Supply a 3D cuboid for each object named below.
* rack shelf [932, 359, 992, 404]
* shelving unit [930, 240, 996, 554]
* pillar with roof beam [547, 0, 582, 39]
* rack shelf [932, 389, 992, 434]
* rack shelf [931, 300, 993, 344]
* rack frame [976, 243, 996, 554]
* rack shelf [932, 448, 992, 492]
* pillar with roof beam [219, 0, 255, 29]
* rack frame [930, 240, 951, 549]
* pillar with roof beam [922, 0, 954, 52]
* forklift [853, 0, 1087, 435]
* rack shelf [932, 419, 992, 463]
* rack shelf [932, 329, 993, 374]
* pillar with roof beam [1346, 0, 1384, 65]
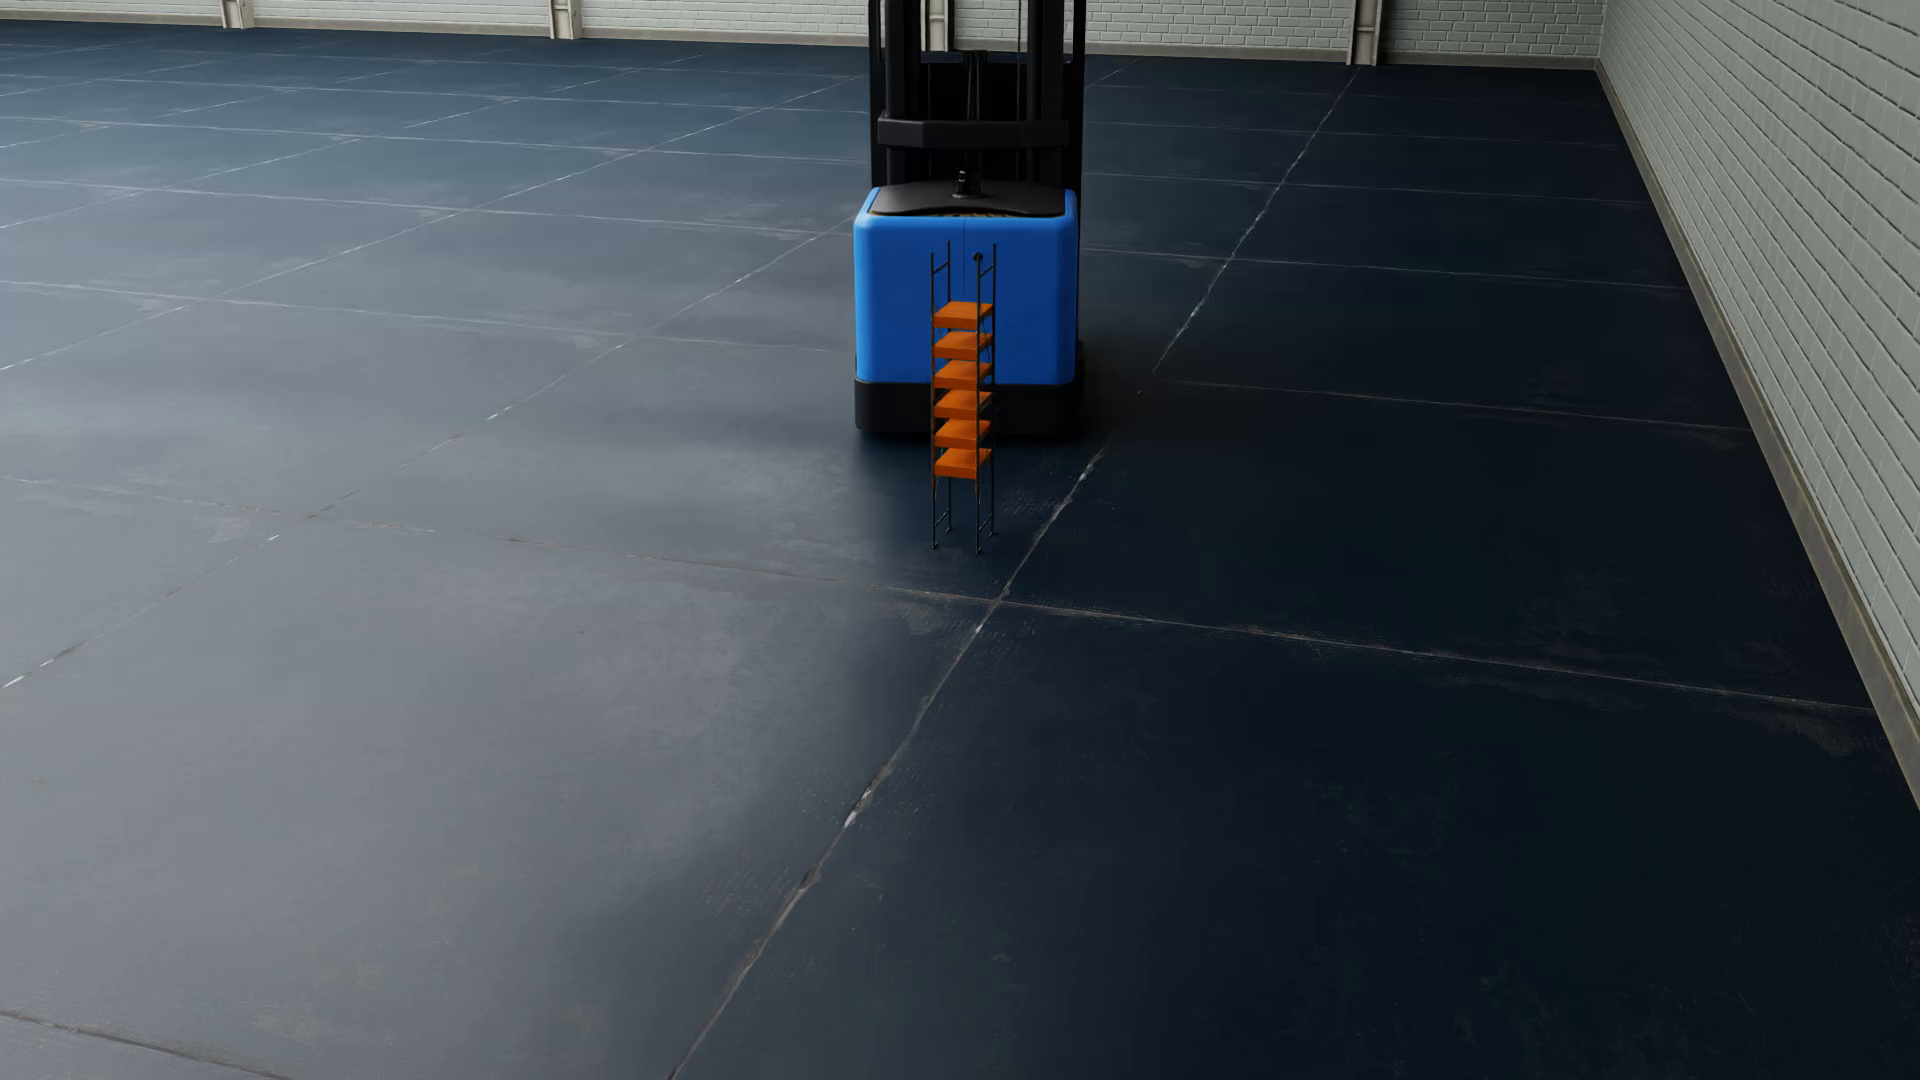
[{"bbox_3d":[0.014,-0.623,6.510,0.180,0.103,0.258,7,23,16],"label":"rack shelf"},{"bbox_3d":[0.014,-0.554,6.538,0.189,1.200,0.258,7,23,16],"label":"shelving unit"},{"bbox_3d":[-7.303,-10.341,20.123,0.400,9.000,9.100,7,23,16],"label":"pillar with roof beam"},{"bbox_3d":[0.014,-0.512,6.555,0.180,0.103,0.258,7,23,16],"label":"rack shelf"},{"bbox_3d":[0.014,-0.845,6.419,0.180,0.103,0.258,7,23,16],"label":"rack shelf"},{"bbox_3d":[0.101,-0.543,6.514,0.006,1.200,0.240,7,23,16],"label":"rack frame"},{"bbox_3d":[0.014,-0.290,6.646,0.180,0.103,0.258,7,23,16],"label":"rack shelf"},{"bbox_3d":[-13.047,-10.999,21.727,0.400,9.000,9.100,7,23,16],"label":"pillar with roof beam"},{"bbox_3d":[-0.074,-0.564,6.563,0.006,1.200,0.240,7,23,16],"label":"rack frame"},{"bbox_3d":[-1.559,-9.683,18.520,0.400,9.000,9.100,7,23,16],"label":"pillar with roof beam"},{"bbox_3d":[0.098,-2.363,8.669,1.130,2.935,3.031,1,22,3],"label":"forklift"},{"bbox_3d":[0.014,-0.401,6.601,0.180,0.103,0.258,7,23,16],"label":"rack shelf"},{"bbox_3d":[0.014,-0.734,6.464,0.180,0.103,0.258,7,23,16],"label":"rack shelf"},{"bbox_3d":[4.186,-9.026,16.916,0.400,9.000,9.100,7,23,16],"label":"pillar with roof beam"}]
